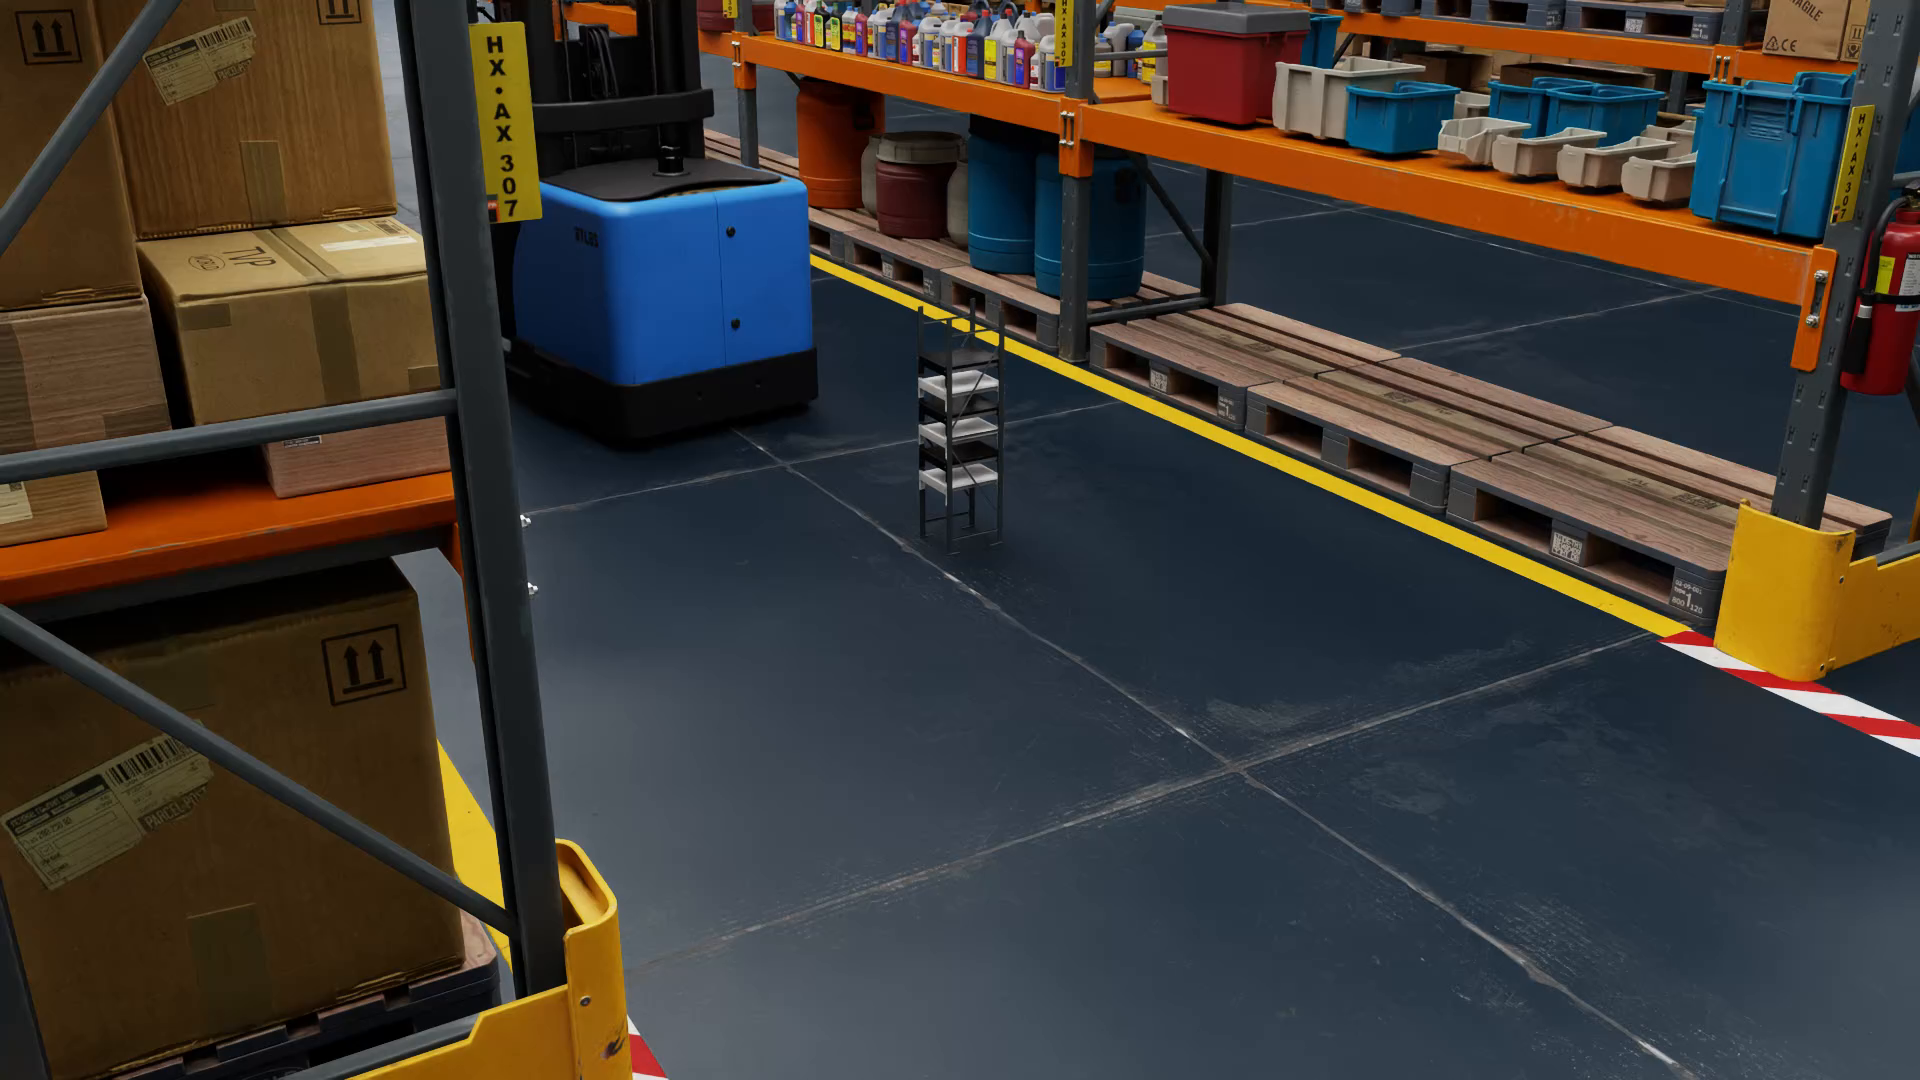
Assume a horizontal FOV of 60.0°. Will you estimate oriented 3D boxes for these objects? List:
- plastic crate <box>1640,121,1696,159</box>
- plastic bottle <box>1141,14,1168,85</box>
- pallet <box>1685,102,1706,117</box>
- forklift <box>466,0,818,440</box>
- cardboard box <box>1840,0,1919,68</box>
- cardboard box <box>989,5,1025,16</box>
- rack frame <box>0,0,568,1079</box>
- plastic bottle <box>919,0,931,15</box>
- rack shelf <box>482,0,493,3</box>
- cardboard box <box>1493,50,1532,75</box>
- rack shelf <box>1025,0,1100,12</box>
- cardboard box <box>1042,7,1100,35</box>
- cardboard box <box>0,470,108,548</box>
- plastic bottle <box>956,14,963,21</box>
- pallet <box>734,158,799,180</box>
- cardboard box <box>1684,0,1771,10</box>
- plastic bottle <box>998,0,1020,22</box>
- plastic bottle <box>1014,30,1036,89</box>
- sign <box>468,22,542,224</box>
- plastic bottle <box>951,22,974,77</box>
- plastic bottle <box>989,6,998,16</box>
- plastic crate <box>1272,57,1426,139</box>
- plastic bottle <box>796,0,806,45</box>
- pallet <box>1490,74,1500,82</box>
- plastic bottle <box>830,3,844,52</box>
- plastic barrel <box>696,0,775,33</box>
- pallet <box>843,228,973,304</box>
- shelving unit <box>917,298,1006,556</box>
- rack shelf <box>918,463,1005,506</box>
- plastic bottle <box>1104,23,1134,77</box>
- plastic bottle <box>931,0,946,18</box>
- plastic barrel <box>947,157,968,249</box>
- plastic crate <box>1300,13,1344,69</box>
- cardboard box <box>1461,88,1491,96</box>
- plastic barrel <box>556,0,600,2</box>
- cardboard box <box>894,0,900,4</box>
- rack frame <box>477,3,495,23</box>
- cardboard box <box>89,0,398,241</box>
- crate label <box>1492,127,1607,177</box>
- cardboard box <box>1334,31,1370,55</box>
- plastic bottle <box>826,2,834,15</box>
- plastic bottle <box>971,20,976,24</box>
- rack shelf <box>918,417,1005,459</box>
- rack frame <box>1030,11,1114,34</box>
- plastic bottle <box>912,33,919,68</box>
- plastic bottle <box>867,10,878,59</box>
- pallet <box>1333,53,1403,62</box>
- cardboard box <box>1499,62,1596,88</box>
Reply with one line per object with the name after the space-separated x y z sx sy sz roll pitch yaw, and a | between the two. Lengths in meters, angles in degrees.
2.731 -1.495 6.277 0.250 0.136 0.298 -13 25 -28 | plastic crate
1.048 -2.569 8.713 0.144 0.351 0.185 -13 25 -28 | plastic bottle
7.781 -4.041 15.973 1.003 0.211 1.213 -13 25 -28 | pallet
-1.971 -2.282 8.033 1.130 2.935 3.031 -17 27 -35 | forklift
5.520 -3.017 9.619 0.500 0.500 0.500 -12 25 -27 | cardboard box
0.473 -5.484 17.917 0.500 0.500 0.500 -13 25 -28 | cardboard box
-1.245 -0.155 2.708 1.000 3.000 0.127 -13 25 -28 | rack frame
-0.239 -3.410 10.888 0.097 0.271 0.097 0 22 0 | plastic bottle
-4.138 -5.306 16.337 1.077 0.370 4.000 -13 25 -28 | rack shelf
6.324 -5.377 18.293 0.700 0.500 0.500 -12 25 -28 | cardboard box
0.122 -6.257 18.678 1.077 0.370 4.000 -13 25 -28 | rack shelf
1.176 -5.422 17.765 0.500 0.500 0.500 -13 25 -28 | cardboard box
-1.710 -0.090 2.883 0.380 0.149 0.250 -12 25 -27 | cardboard box
0.009 -3.220 10.513 0.097 0.201 0.097 0 22 0 | plastic bottle
-1.436 -2.663 12.584 1.003 0.211 1.213 -13 25 -28 | pallet
5.180 -3.791 10.964 0.500 0.500 0.700 17 28 36 | cardboard box
0.292 -3.093 10.002 0.144 0.351 0.185 -13 25 -28 | plastic bottle
0.333 -2.479 8.583 0.061 0.283 0.133 -13 25 -28 | plastic bottle
-0.765 -0.697 2.788 0.100 0.325 0.005 -13 25 -28 | sign
0.046 -2.691 9.114 0.152 0.276 0.135 -13 25 -28 | plastic bottle
0.194 -3.109 10.132 0.061 0.283 0.133 -13 25 -28 | plastic bottle
1.591 -1.845 6.945 0.437 0.282 0.530 -13 25 -28 | plastic crate
-1.002 -3.325 10.664 0.061 0.283 0.133 -13 25 -28 | plastic bottle
6.427 -4.958 18.230 1.003 0.211 1.213 -13 25 -28 | pallet
-0.747 -3.164 10.267 0.061 0.283 0.133 -13 25 -28 | plastic bottle
-1.571 -3.852 11.624 0.600 0.536 0.708 -13 25 -28 | plastic barrel
-0.016 -1.763 10.370 1.003 0.211 1.213 -13 25 -28 | pallet
0.004 -0.414 6.136 0.258 0.900 0.210 -13 25 -28 | shelving unit
0.004 -0.217 6.216 0.258 0.077 0.200 -13 25 -28 | rack shelf
0.874 -2.686 9.101 0.152 0.276 0.135 -13 25 -28 | plastic bottle
-0.140 -3.347 10.733 0.097 0.271 0.097 0 22 0 | plastic bottle
0.133 -2.053 10.124 0.421 0.512 0.421 0 22 0 | plastic barrel
1.502 -2.337 8.019 0.392 0.384 0.575 -13 25 -28 | plastic crate
4.130 -3.269 13.106 0.500 0.500 0.500 -14 26 -30 | cardboard box
-3.180 -5.041 14.063 0.600 0.901 0.708 -13 25 -28 | plastic barrel
-0.560 -6.128 19.503 0.500 0.500 0.500 -13 25 -28 | cardboard box
-5.160 -6.287 17.794 1.000 3.000 0.127 -13 25 -28 | rack frame
-1.513 -0.939 3.447 0.500 0.500 0.500 -13 26 -30 | cardboard box
2.142 -1.424 6.102 0.396 0.136 0.243 -13 25 -28 | crate label
4.836 -6.271 20.493 0.500 0.500 0.500 -15 26 -32 | cardboard box
-0.806 -3.254 10.505 0.097 0.271 0.097 0 22 0 | plastic bottle
0.075 -2.763 9.296 0.097 0.271 0.097 0 22 0 | plastic bottle
0.004 -0.383 6.148 0.258 0.077 0.200 -13 25 -28 | rack shelf
1.144 -5.943 16.950 1.000 3.000 0.127 -13 25 -28 | rack frame
-0.224 -2.808 9.500 0.097 0.201 0.097 0 22 0 | plastic bottle
-0.505 -3.018 9.925 0.097 0.271 0.097 0 22 0 | plastic bottle
5.027 -5.816 20.340 1.003 0.211 1.213 -13 25 -28 | pallet
4.425 -3.436 12.521 0.500 0.250 0.500 -13 26 -29 | cardboard box
